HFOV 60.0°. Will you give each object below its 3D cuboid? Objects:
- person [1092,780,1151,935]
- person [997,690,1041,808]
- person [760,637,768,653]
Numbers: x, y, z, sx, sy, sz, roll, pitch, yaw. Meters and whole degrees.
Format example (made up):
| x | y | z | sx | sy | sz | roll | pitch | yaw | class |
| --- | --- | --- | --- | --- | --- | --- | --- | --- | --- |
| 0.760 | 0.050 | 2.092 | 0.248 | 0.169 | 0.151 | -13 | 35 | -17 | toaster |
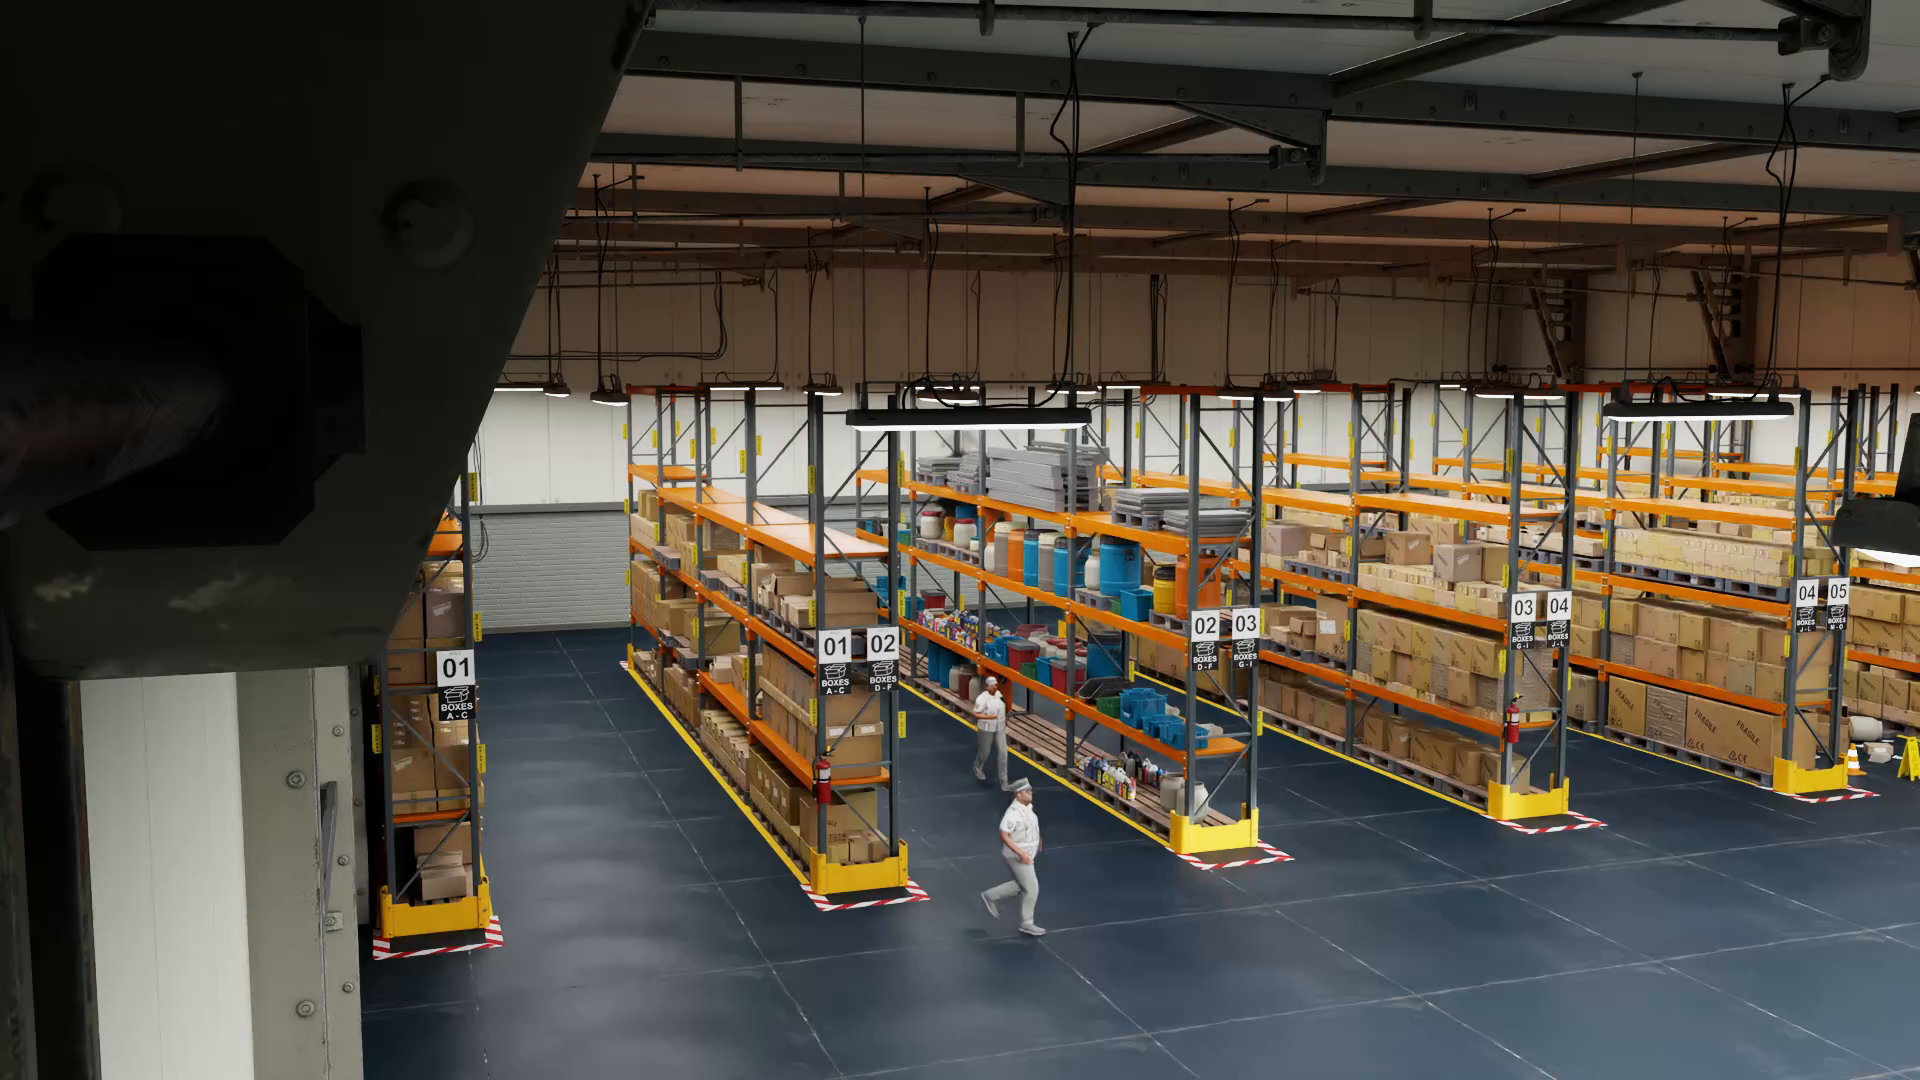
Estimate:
| x | y | z | sx | sy | sz | roll | pitch | yaw | class |
| --- | --- | --- | --- | --- | --- | --- | --- | --- | --- |
| 1.815 | 3.547 | 18.632 | 0.636 | 1.756 | 0.650 | 1 | 6 | 9 | person |
| 0.891 | 2.999 | 24.213 | 0.614 | 1.643 | 0.923 | -3 | 7 | -25 | person |
| -3.920 | 1.986 | 34.051 | 0.540 | 1.682 | 0.925 | -3 | 7 | -30 | person |
